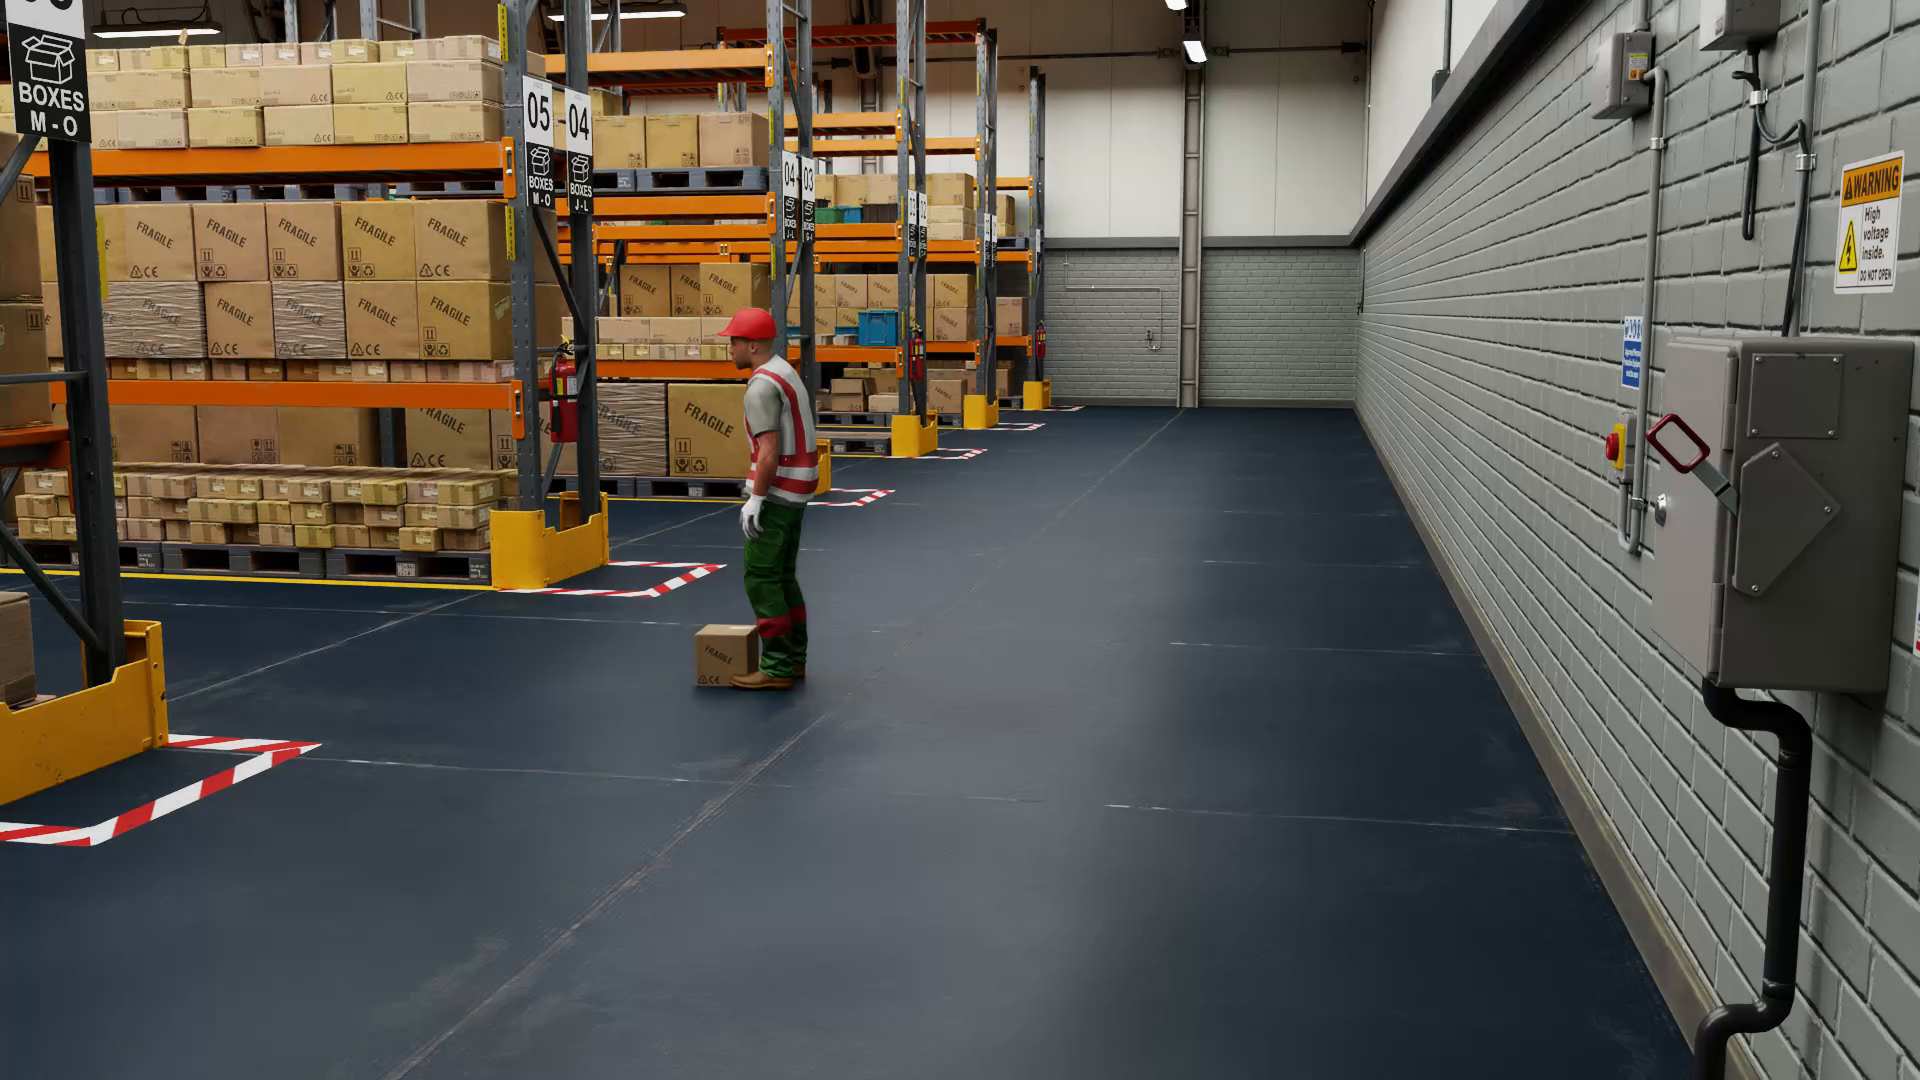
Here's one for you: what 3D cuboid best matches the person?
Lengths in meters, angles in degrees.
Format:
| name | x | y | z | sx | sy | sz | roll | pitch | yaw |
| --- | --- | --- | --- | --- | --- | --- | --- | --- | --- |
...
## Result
| name | x | y | z | sx | sy | sz | roll | pitch | yaw |
| --- | --- | --- | --- | --- | --- | --- | --- | --- | --- |
| person | -0.897 | -0.194 | 7.805 | 0.453 | 1.778 | 0.616 | 1 | 8 | 8 |
